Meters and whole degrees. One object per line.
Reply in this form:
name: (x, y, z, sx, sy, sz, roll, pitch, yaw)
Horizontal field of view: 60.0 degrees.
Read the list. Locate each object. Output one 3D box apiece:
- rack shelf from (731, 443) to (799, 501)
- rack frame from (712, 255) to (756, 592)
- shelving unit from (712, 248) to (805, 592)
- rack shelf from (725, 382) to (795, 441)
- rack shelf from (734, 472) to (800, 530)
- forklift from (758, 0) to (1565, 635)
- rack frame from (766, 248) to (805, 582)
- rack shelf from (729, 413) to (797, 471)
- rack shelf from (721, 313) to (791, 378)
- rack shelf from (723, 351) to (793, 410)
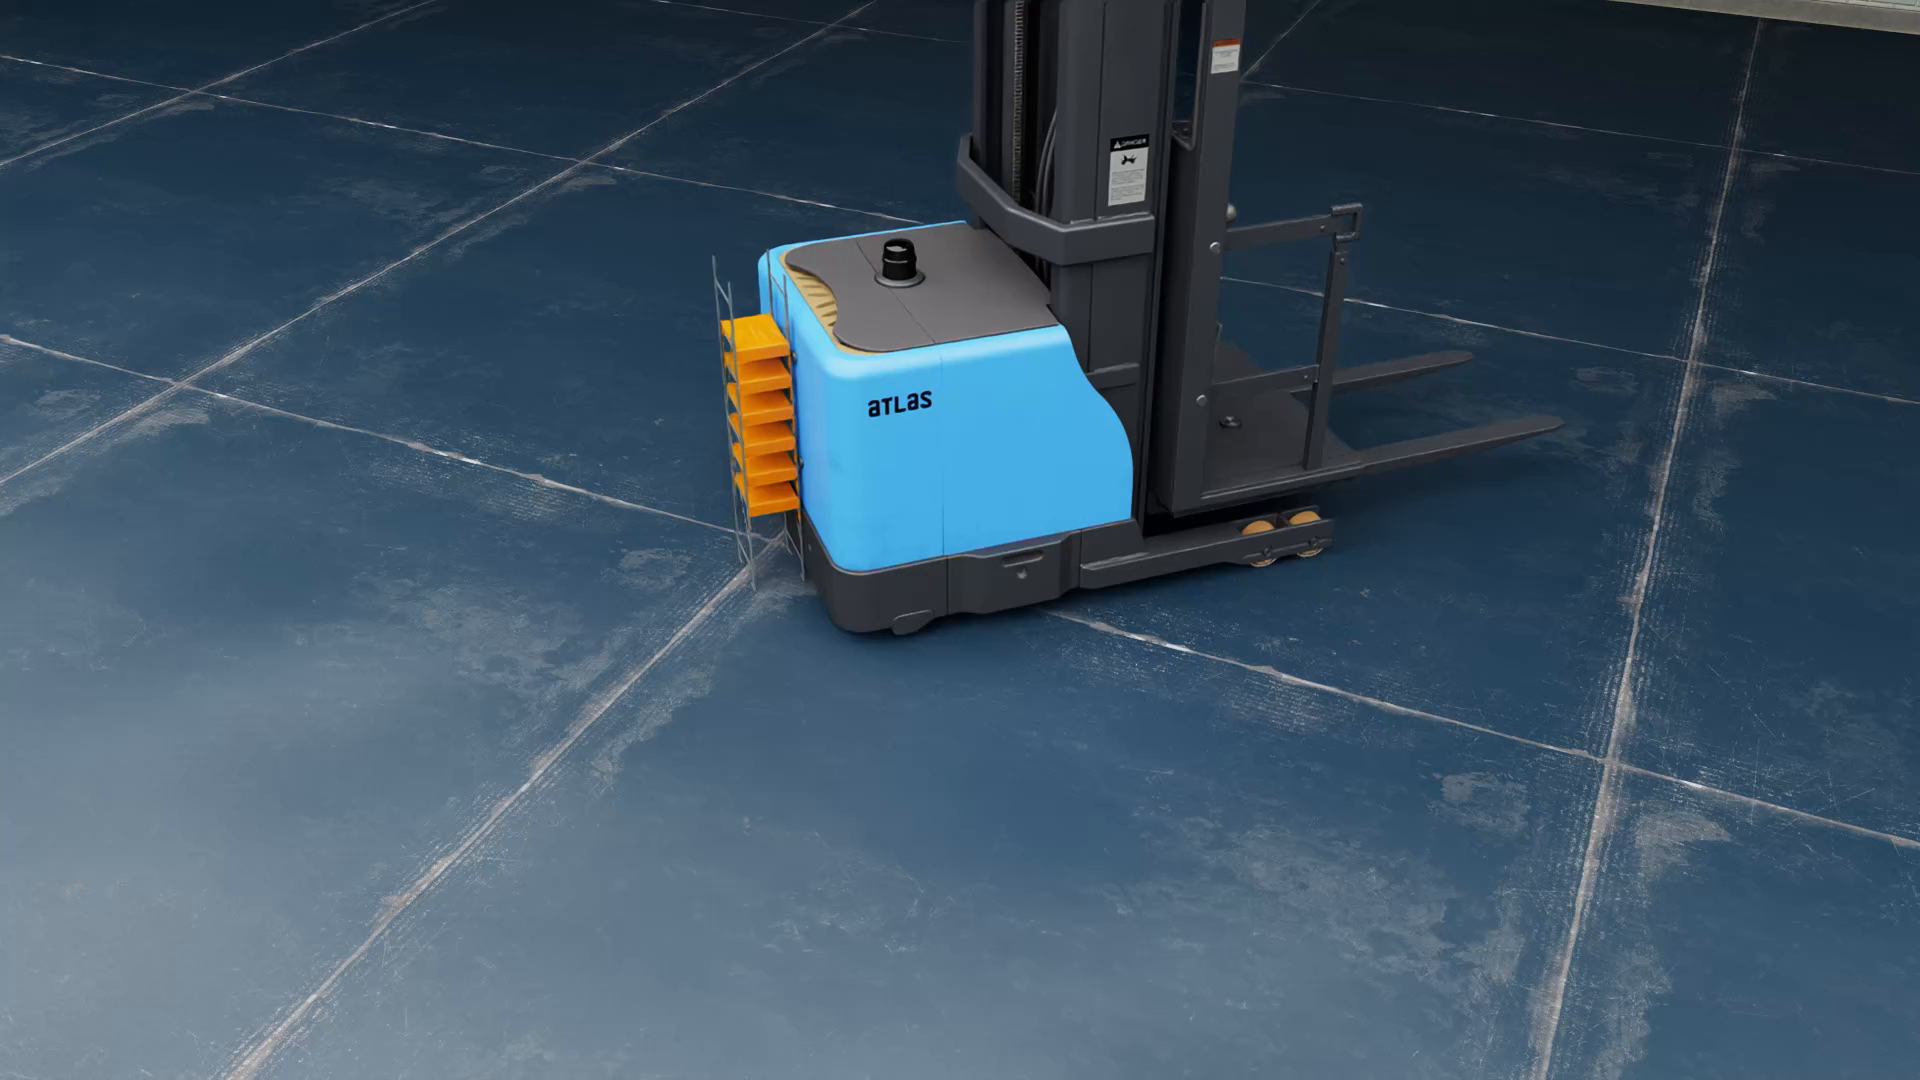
rack shelf: (-0.690, -0.257, 5.848, 0.180, 0.103, 0.258, -11, 35, -17)
rack frame: (-0.776, -0.378, 5.732, 0.006, 1.200, 0.240, -11, 35, -17)
shelving unit: (-0.690, -0.395, 5.758, 0.189, 1.200, 0.258, -11, 35, -17)
rack shelf: (-0.690, -0.458, 5.716, 0.180, 0.103, 0.258, -11, 35, -17)
rack shelf: (-0.690, -0.157, 5.914, 0.180, 0.103, 0.258, -11, 35, -17)
forklift: (0.847, -1.388, 5.694, 3.031, 2.935, 1.130, -11, 35, -17)
rack frame: (-0.604, -0.412, 5.784, 0.006, 1.200, 0.240, -11, 35, -17)
rack shelf: (-0.690, -0.358, 5.782, 0.180, 0.103, 0.258, -11, 35, -17)
rack shelf: (-0.690, -0.659, 5.585, 0.180, 0.103, 0.258, -11, 35, -17)
rack shelf: (-0.690, -0.558, 5.650, 0.180, 0.103, 0.258, -11, 35, -17)
